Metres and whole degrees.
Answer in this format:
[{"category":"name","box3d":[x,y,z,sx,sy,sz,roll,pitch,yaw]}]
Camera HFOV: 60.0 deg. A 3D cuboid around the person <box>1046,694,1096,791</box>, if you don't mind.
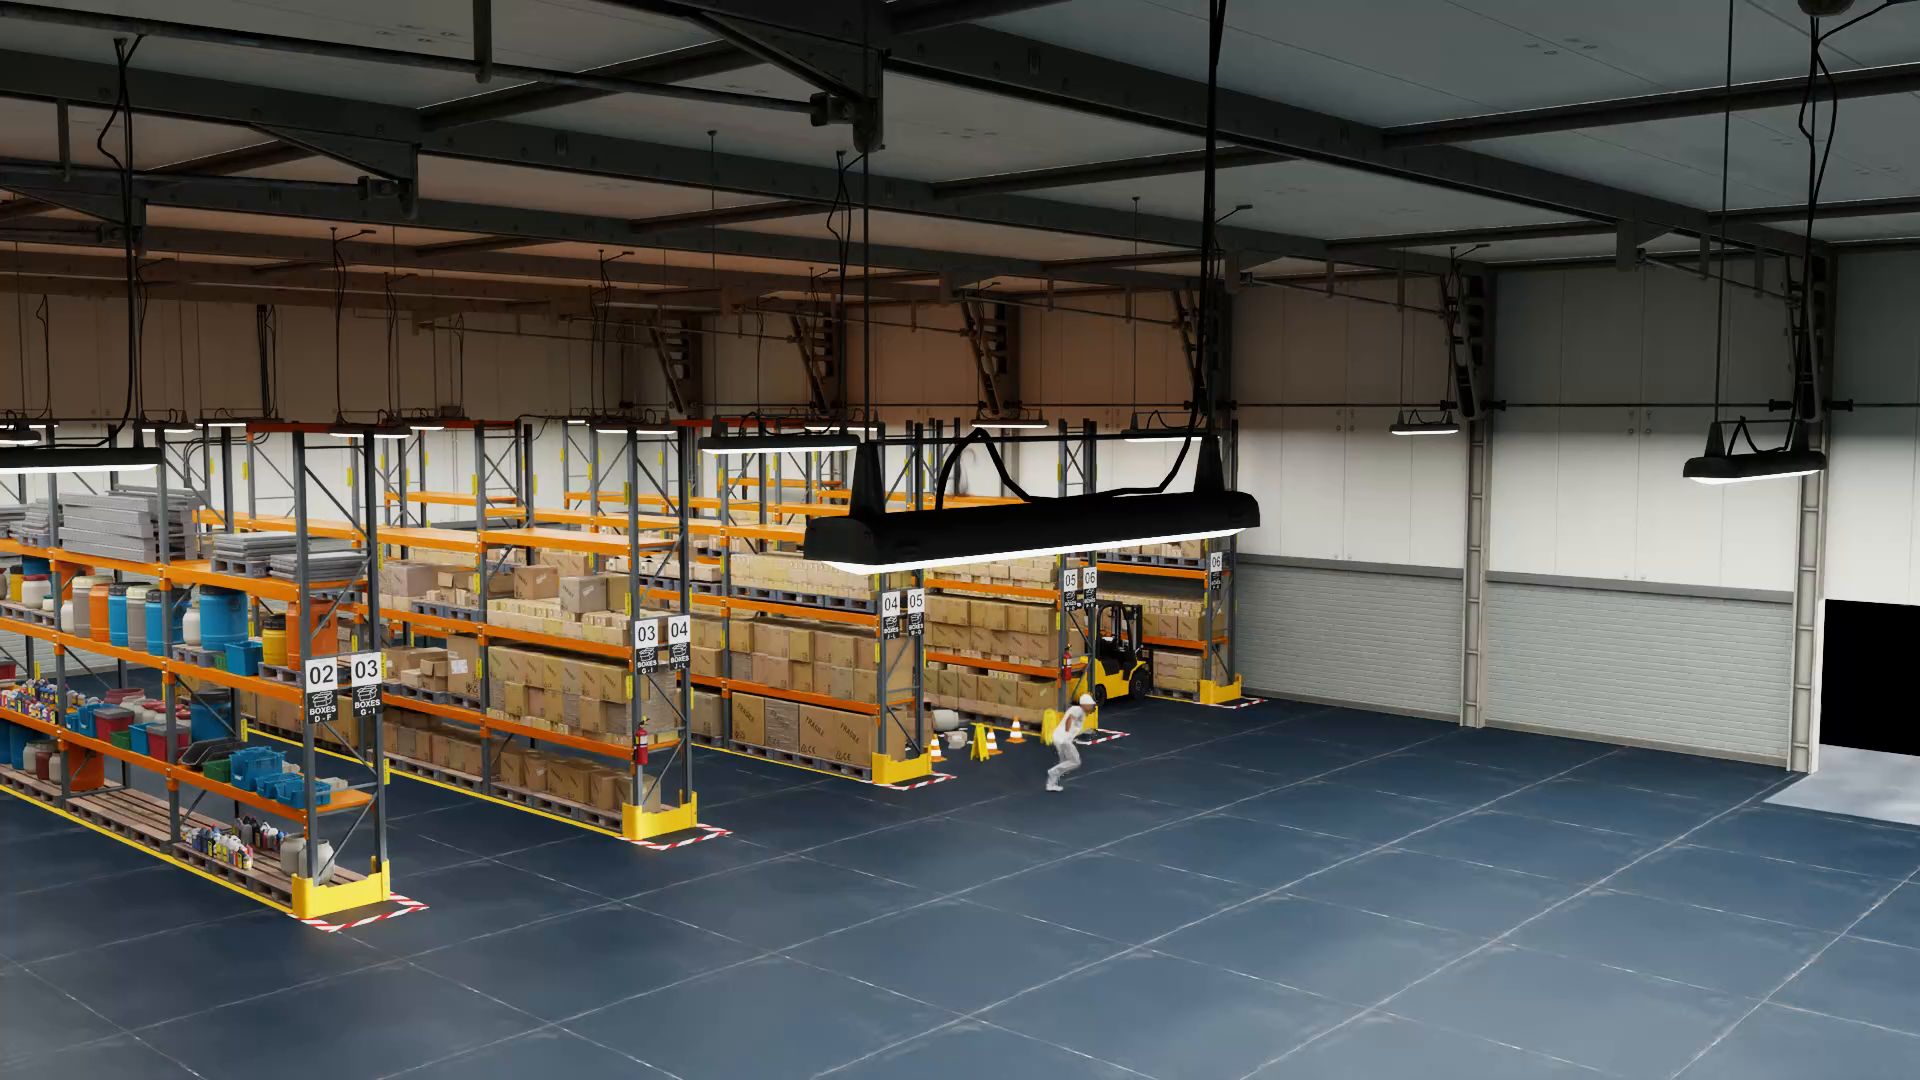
[{"category":"person","box3d":[1.827,3.321,27.156,0.824,1.591,0.716,-1,5,-6]}]
